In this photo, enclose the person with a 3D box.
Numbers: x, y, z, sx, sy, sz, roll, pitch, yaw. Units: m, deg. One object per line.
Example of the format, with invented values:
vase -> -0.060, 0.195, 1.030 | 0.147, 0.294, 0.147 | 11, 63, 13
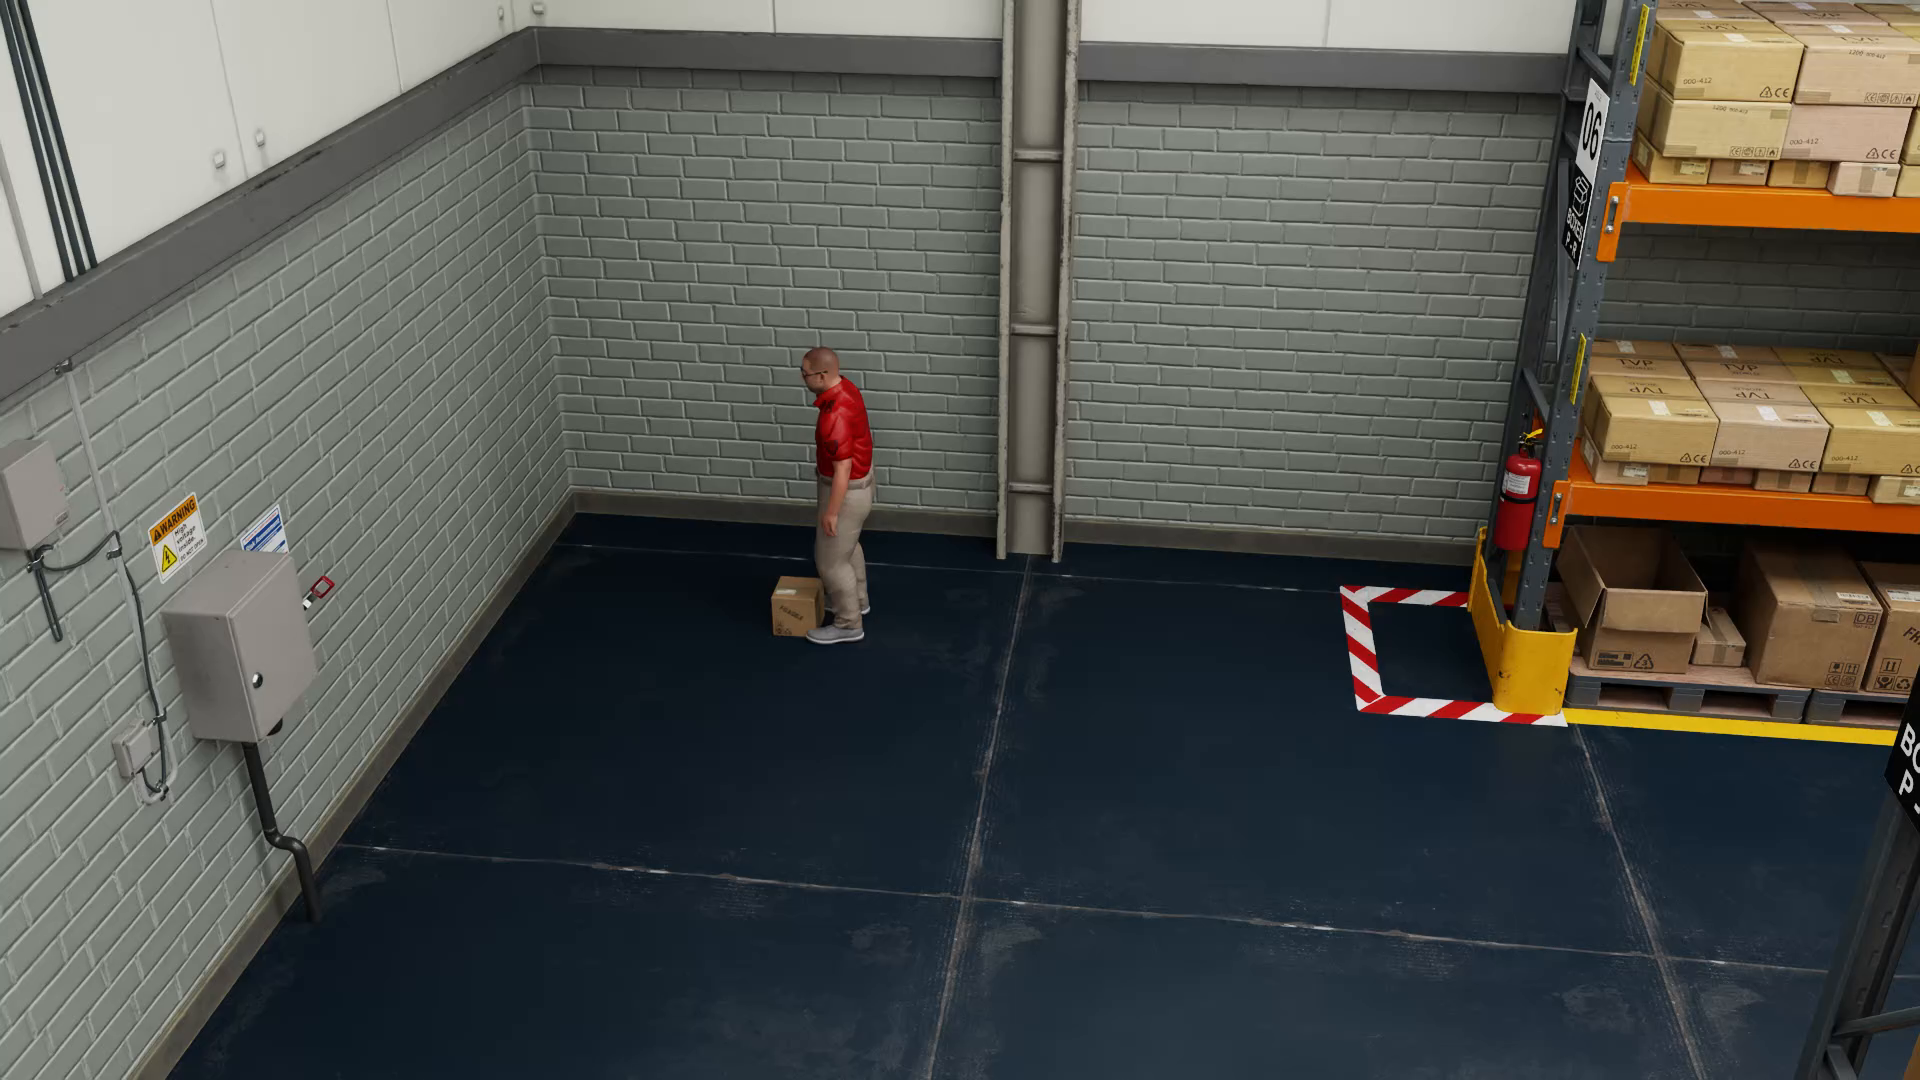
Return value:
person -> -0.666, -0.258, 9.119 | 0.393, 1.725, 0.592 | 2, 28, 4
